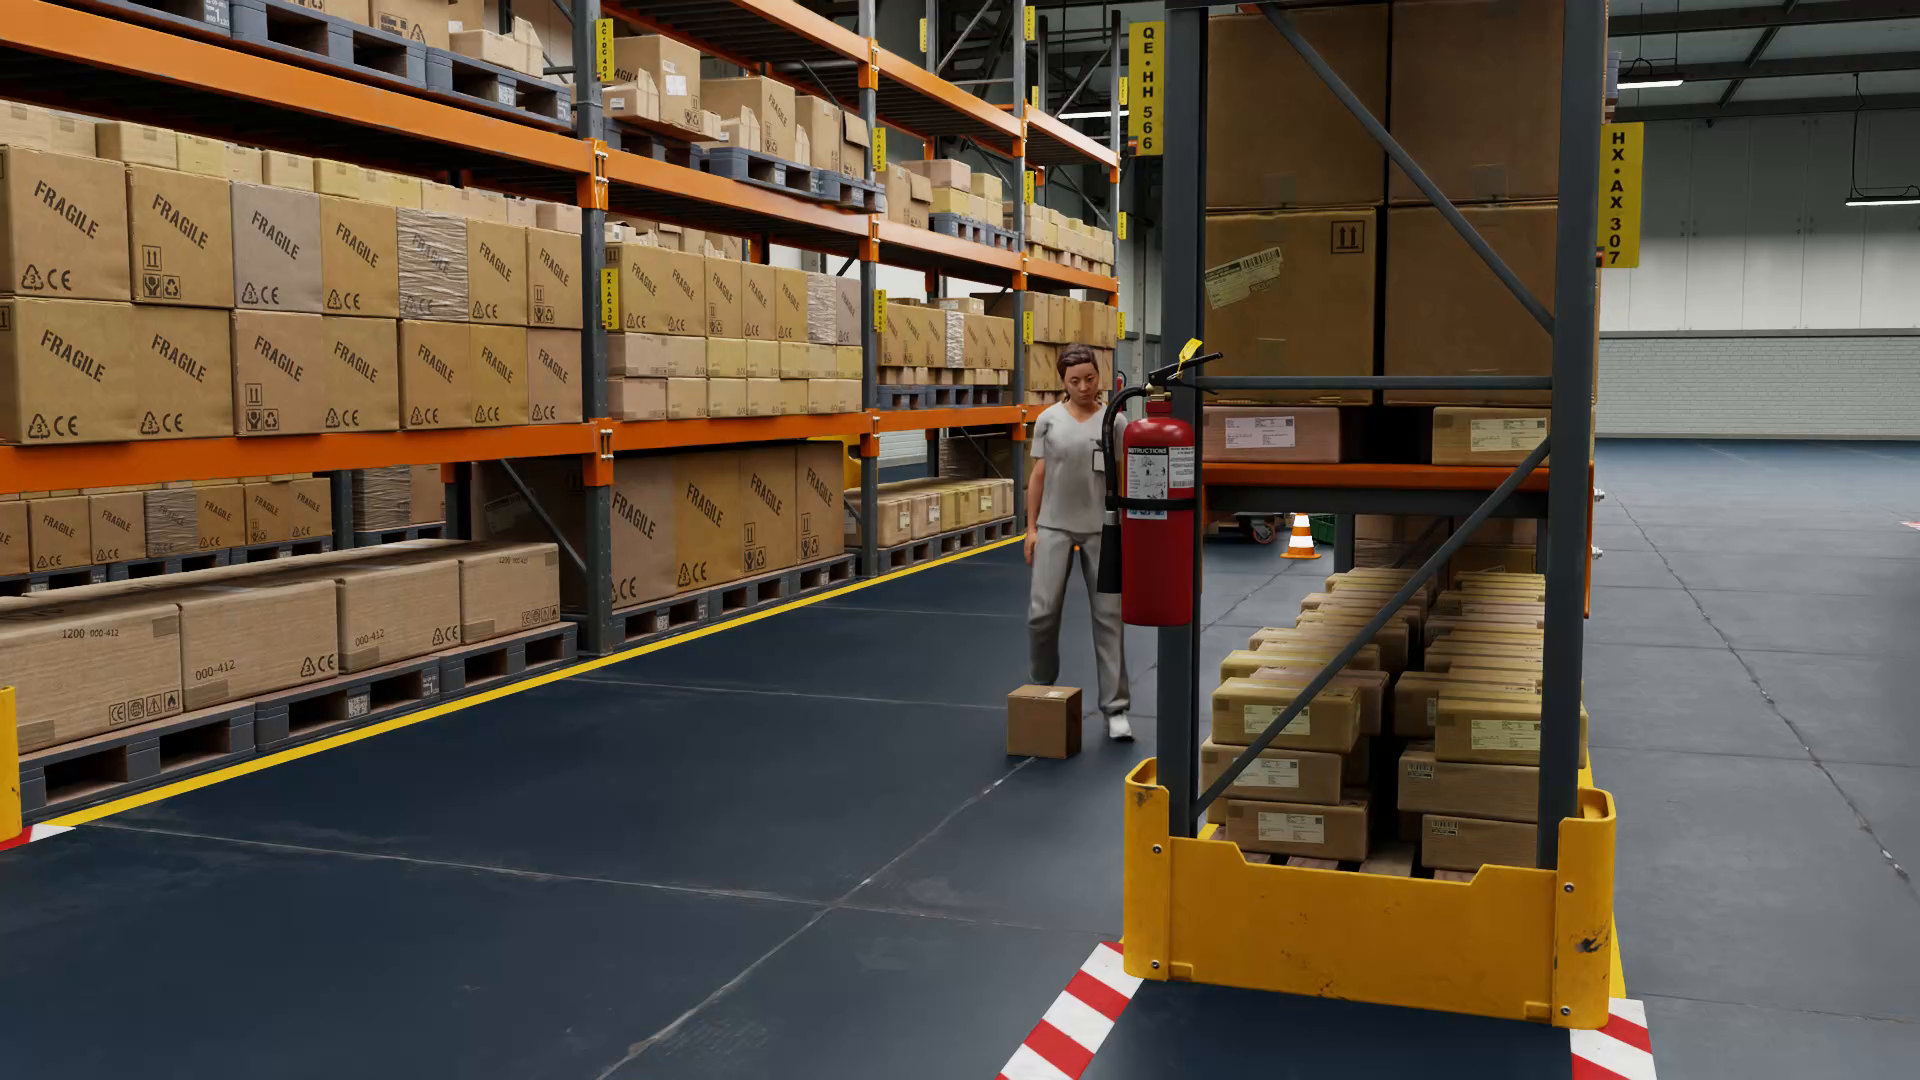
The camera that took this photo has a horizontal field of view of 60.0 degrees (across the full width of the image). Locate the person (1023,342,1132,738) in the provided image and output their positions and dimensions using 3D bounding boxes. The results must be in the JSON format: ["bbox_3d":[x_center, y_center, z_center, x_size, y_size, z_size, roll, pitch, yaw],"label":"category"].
[{"bbox_3d":[0.523,0.000,7.230,0.494,1.656,0.534,0,5,3],"label":"person"}]
